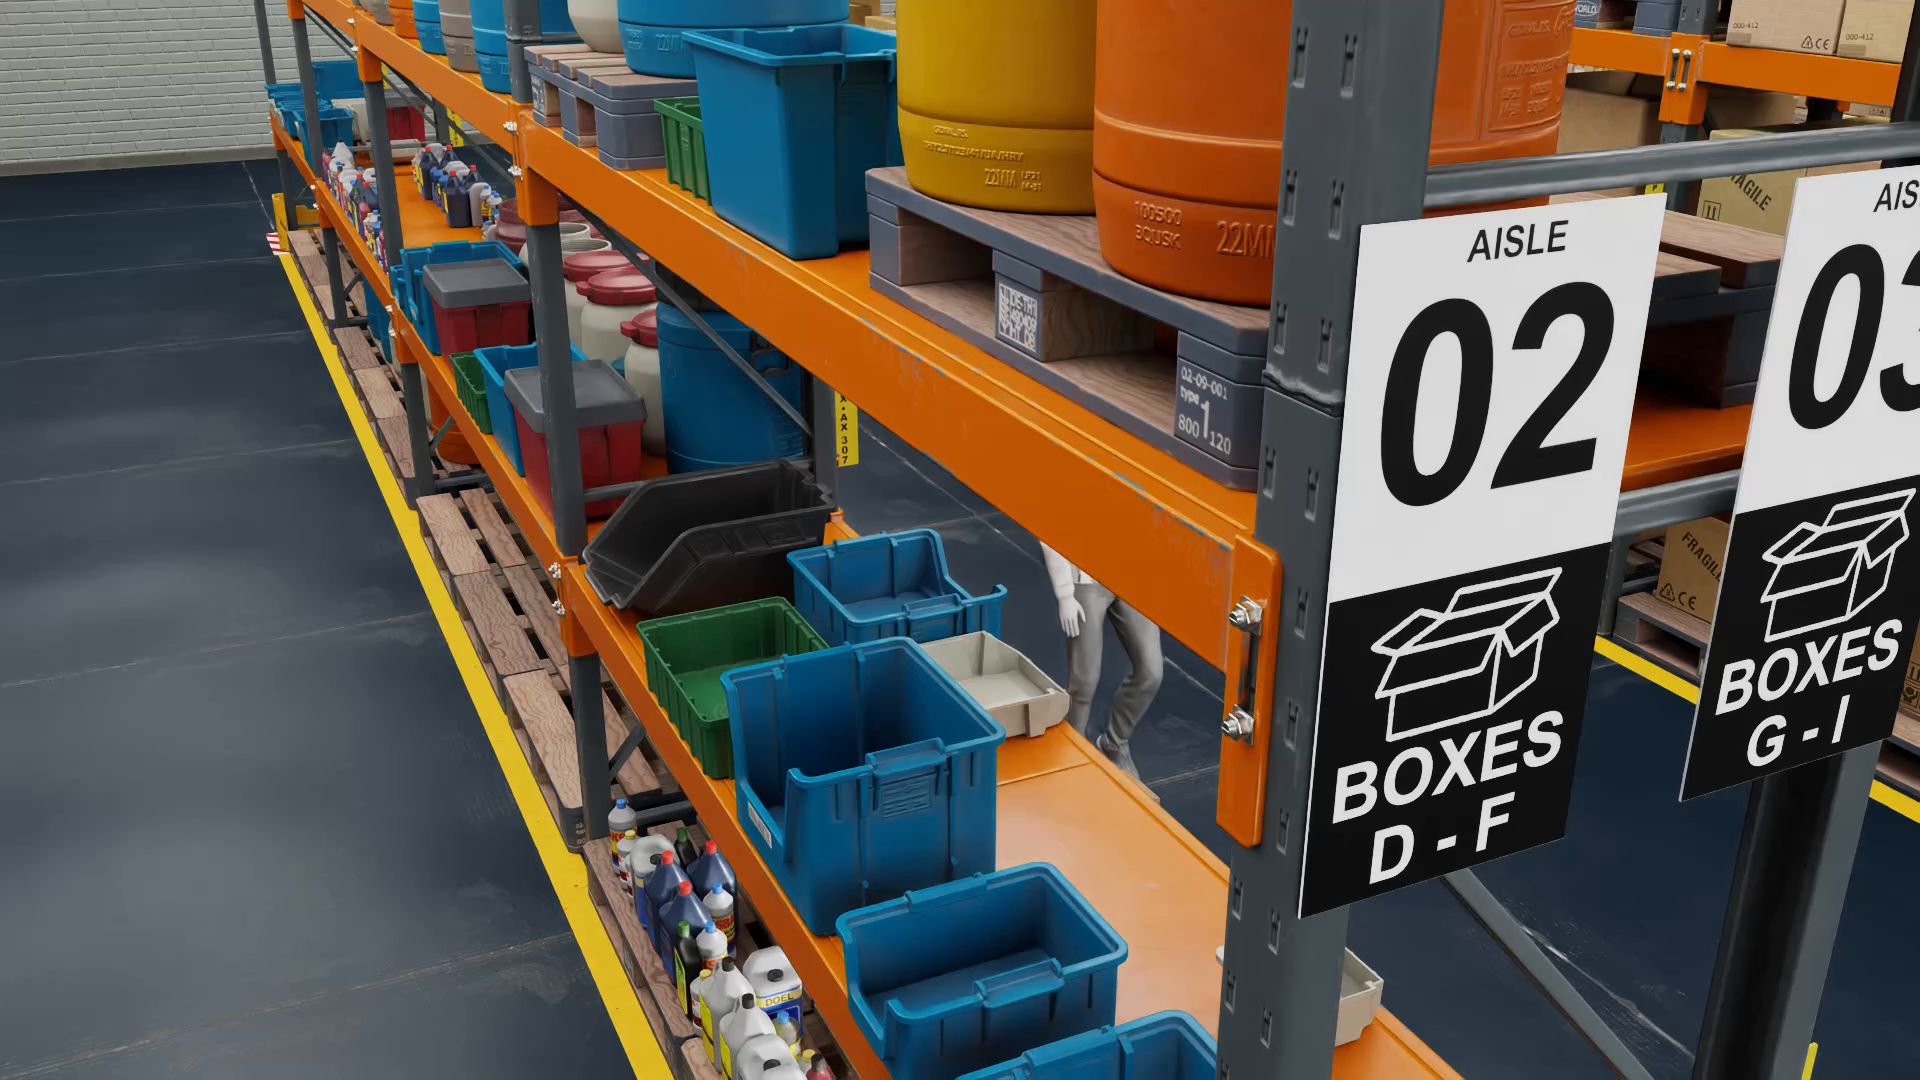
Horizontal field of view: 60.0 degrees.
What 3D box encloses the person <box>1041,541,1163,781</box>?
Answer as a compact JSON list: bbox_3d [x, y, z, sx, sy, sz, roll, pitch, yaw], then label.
[{"bbox_3d":[0.570,0.216,6.560,0.523,1.730,0.485,-11,25,-25],"label":"person"}]
